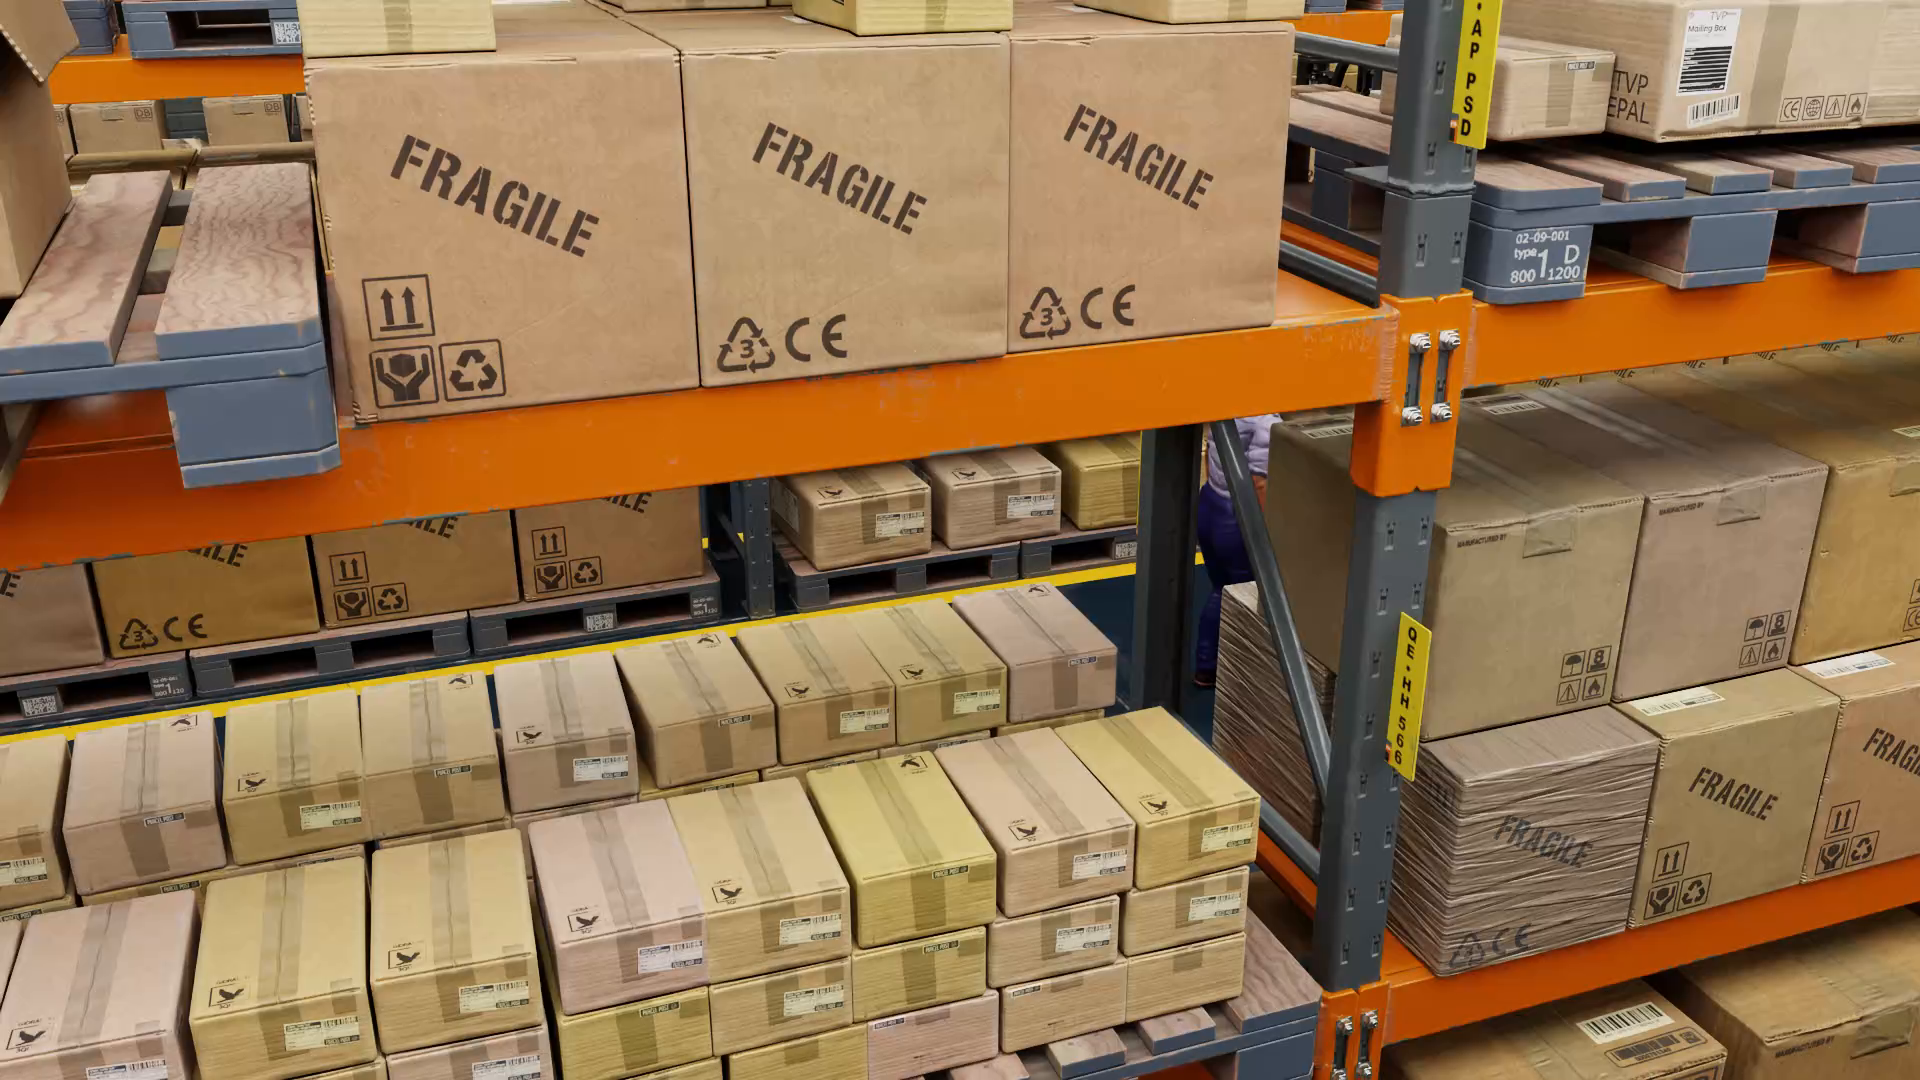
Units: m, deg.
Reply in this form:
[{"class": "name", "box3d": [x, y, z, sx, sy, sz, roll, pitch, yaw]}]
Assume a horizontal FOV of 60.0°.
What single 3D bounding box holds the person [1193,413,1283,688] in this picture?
[{"class": "person", "box3d": [1.236, -0.059, 7.246, 0.374, 1.651, 0.537, -8, 24, -19]}]
